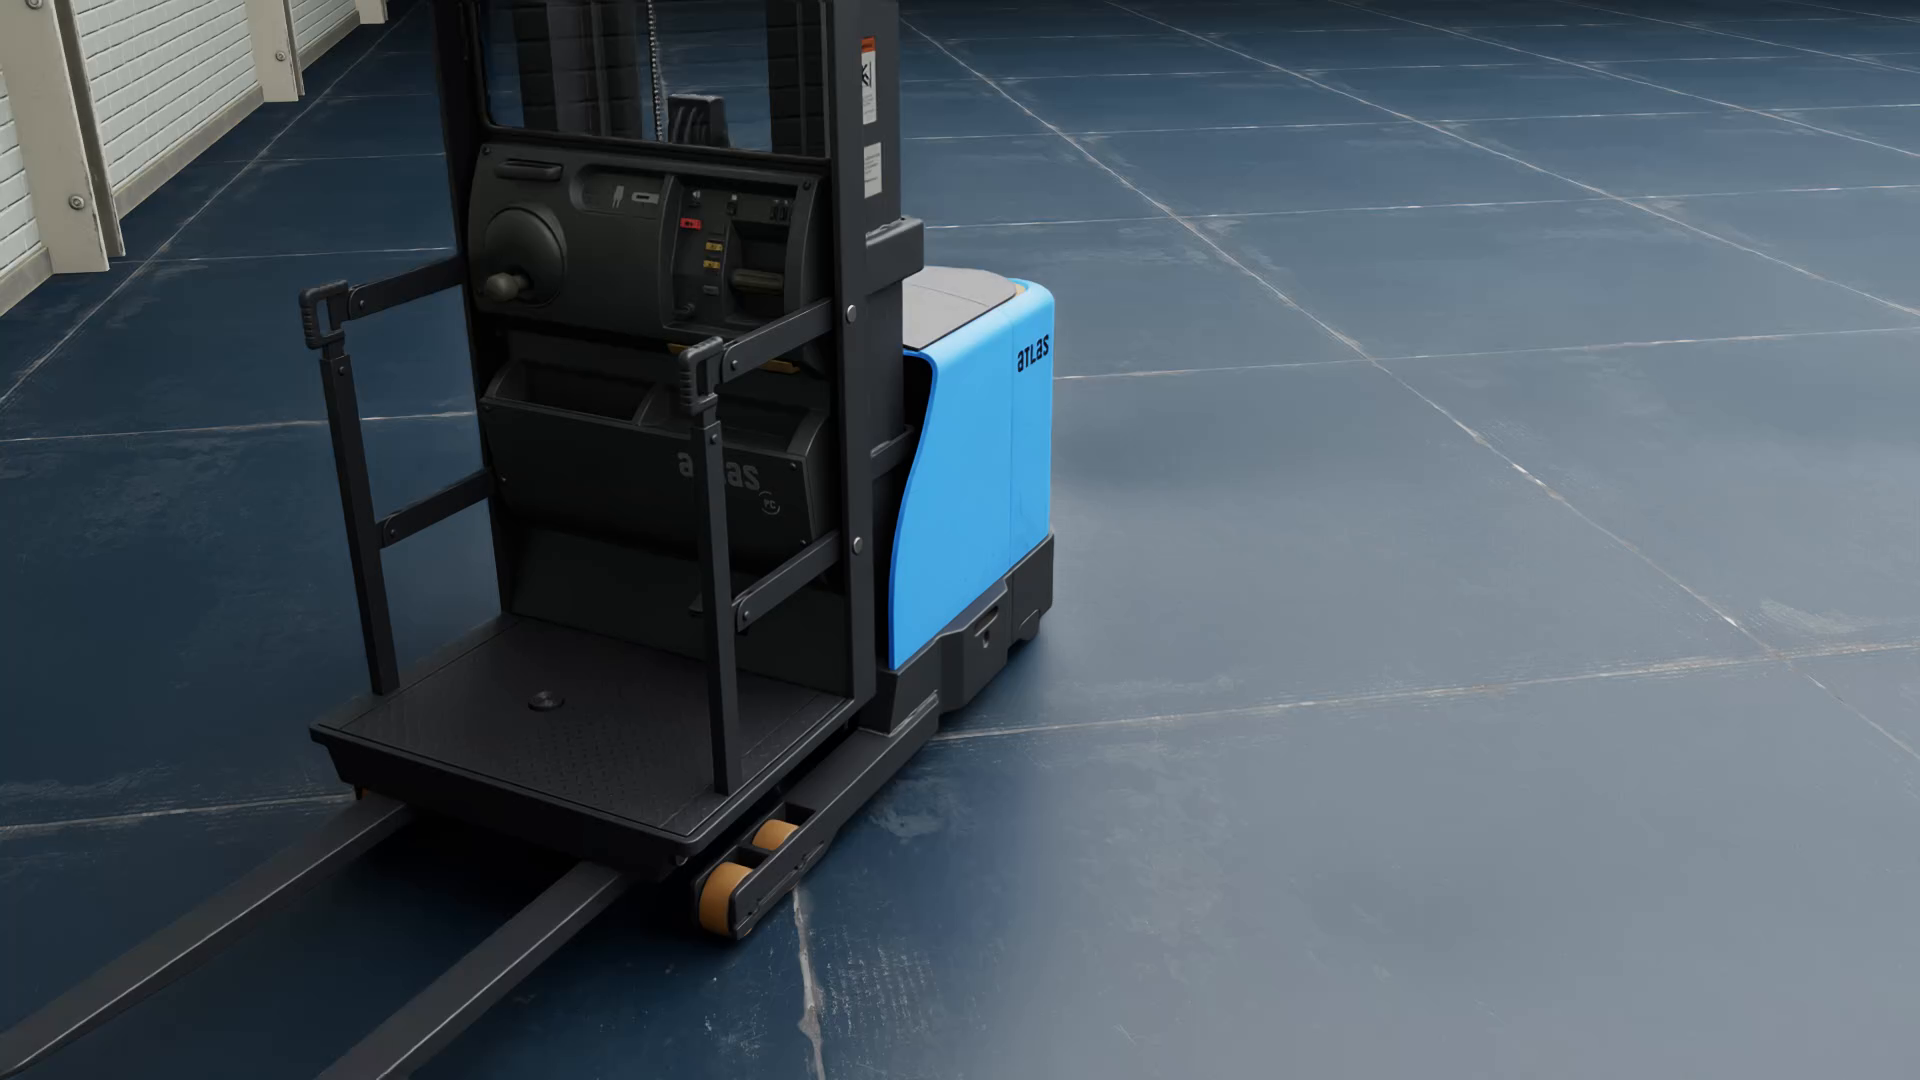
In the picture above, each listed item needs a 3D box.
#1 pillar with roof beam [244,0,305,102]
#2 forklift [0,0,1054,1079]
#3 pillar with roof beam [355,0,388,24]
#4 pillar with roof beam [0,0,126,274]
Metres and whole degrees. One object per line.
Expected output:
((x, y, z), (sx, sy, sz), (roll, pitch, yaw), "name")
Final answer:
((-1.750, -8.344, 13.612), (9.100, 9.000, 0.400), (-4, 24, -10), "pillar with roof beam")
((-0.826, -0.656, 3.590), (1.130, 2.935, 3.031), (11, 26, 24), "forklift")
((-2.860, -10.704, 19.016), (9.100, 9.000, 0.400), (-4, 24, -10), "pillar with roof beam")
((-0.641, -5.984, 8.208), (9.100, 9.000, 0.400), (-4, 24, -10), "pillar with roof beam")
